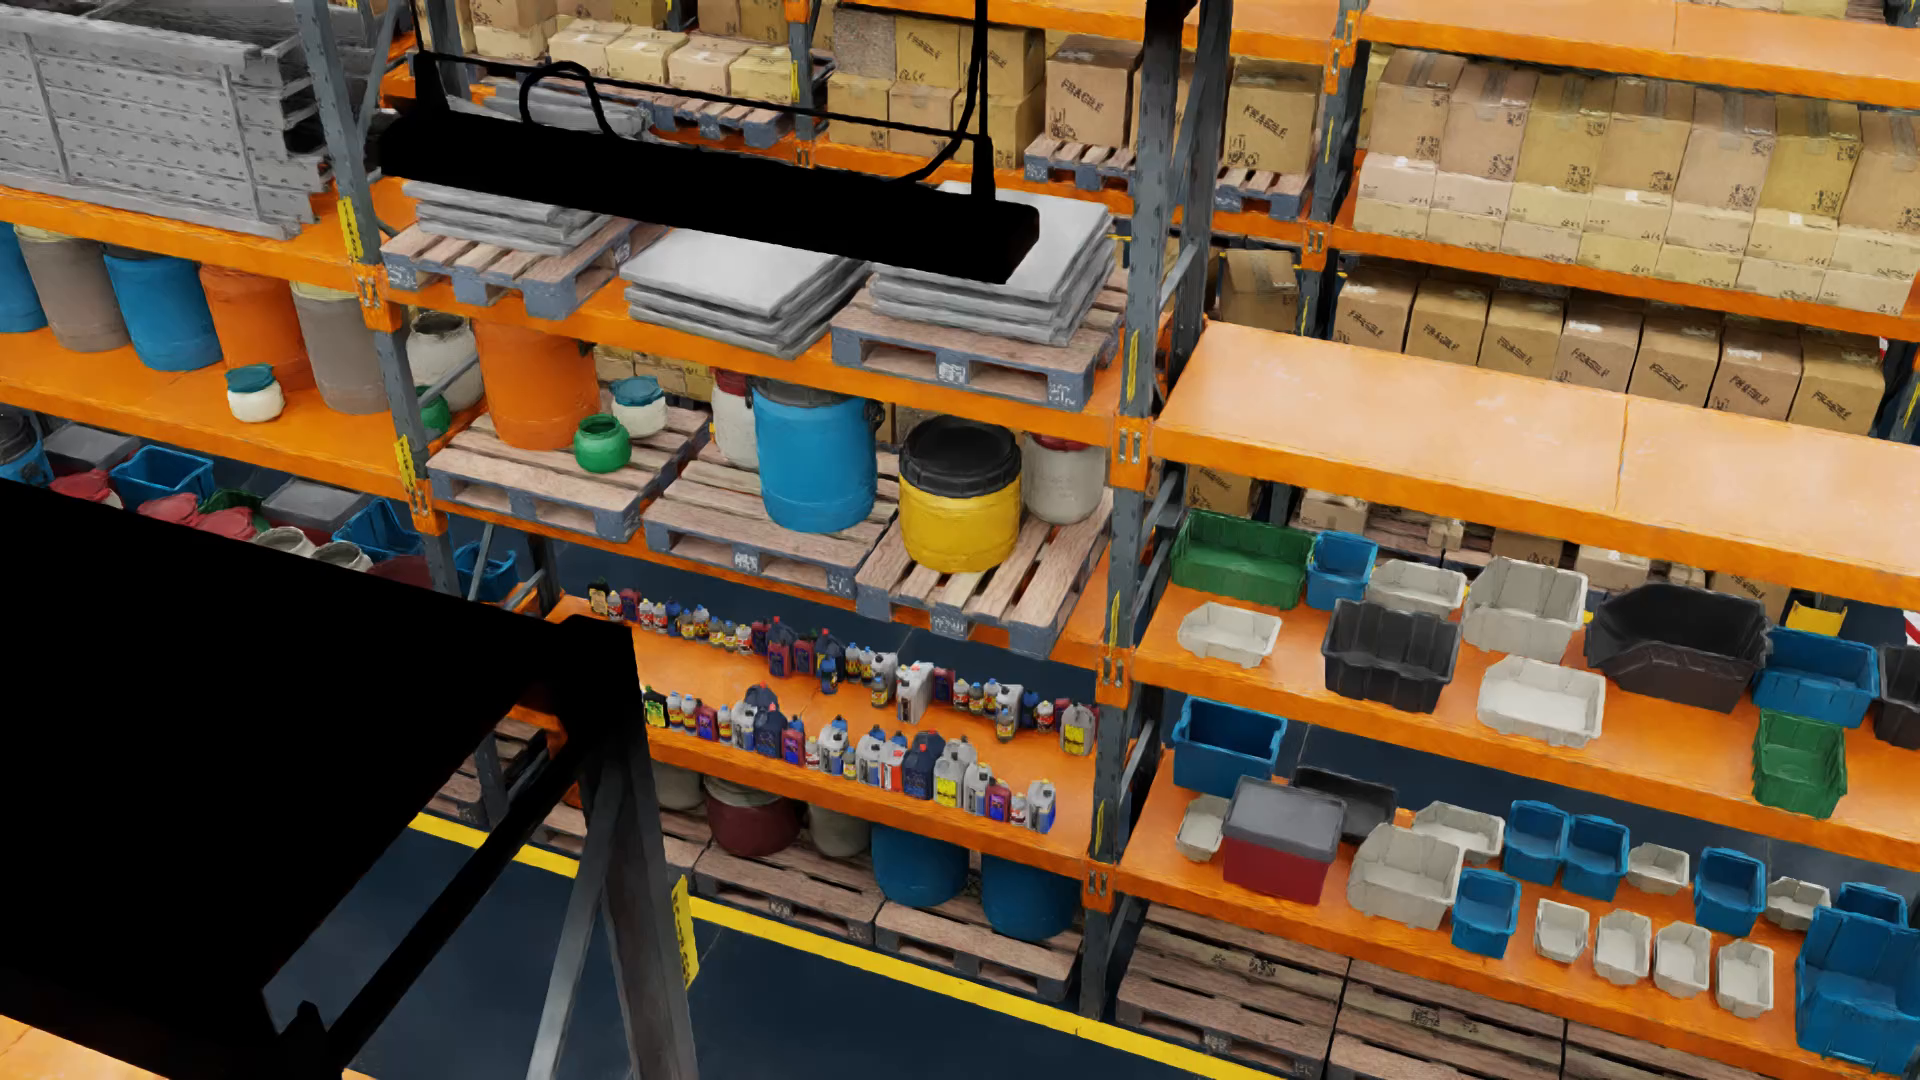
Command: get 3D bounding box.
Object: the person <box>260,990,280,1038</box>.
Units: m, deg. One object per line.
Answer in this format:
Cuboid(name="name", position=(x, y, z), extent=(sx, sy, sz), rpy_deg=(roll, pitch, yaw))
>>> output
Cuboid(name="person", position=(-3.897, 2.295, 8.898), extent=(0.524, 1.642, 0.531), rpy_deg=(-27, 44, -32))
